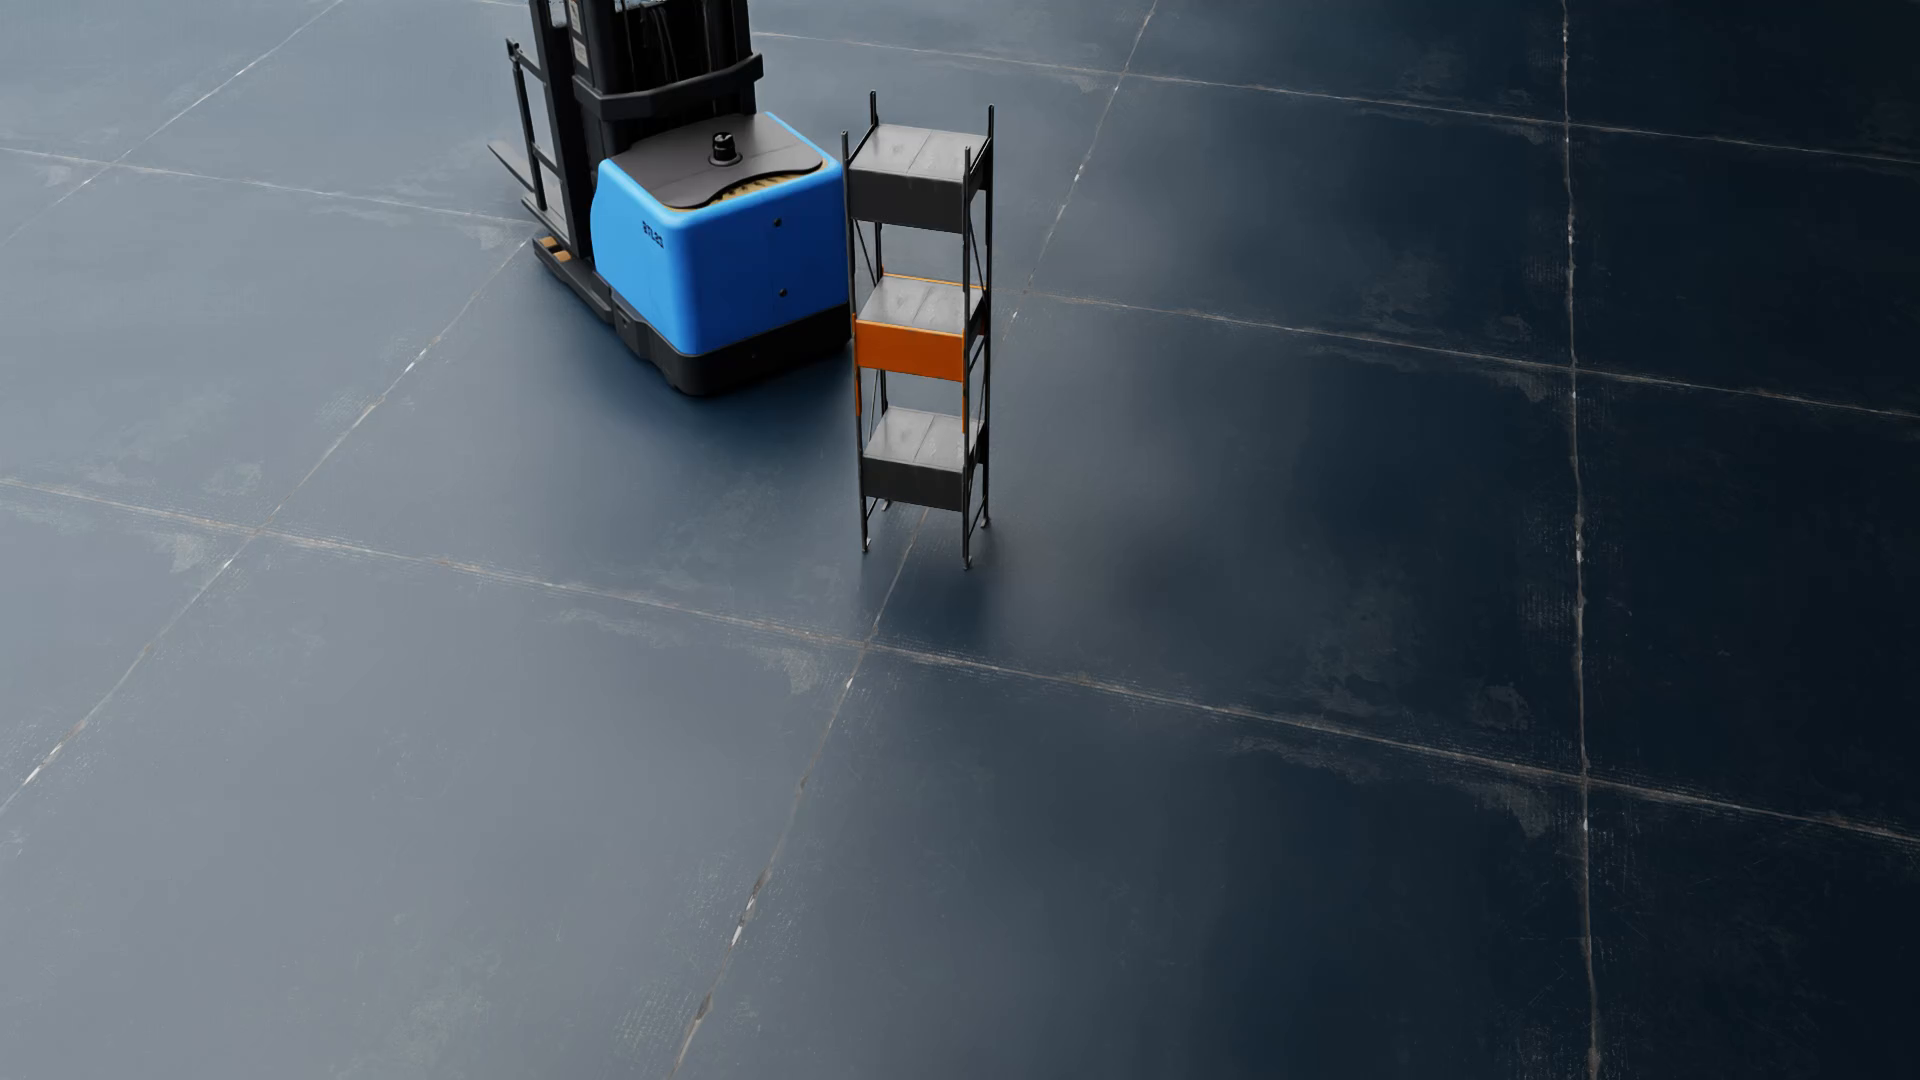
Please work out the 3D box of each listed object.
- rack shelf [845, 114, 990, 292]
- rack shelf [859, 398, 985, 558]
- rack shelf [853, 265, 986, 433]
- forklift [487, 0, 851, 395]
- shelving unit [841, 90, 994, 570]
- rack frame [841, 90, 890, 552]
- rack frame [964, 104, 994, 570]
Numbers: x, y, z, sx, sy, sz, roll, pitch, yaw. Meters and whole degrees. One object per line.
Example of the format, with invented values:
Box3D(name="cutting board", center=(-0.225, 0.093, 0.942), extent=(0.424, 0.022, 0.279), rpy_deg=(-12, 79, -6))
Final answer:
Box3D(name="rack shelf", center=(-0.160, -1.357, 6.691), extent=(0.480, 0.518, 0.431), rpy_deg=(10, 41, 11))
Box3D(name="rack shelf", center=(-0.160, -0.285, 7.591), extent=(0.480, 0.518, 0.431), rpy_deg=(10, 41, 11))
Box3D(name="rack shelf", center=(-0.160, -0.821, 7.141), extent=(0.480, 0.518, 0.431), rpy_deg=(10, 41, 11))
Box3D(name="forklift", center=(-1.818, -2.775, 8.799), extent=(1.130, 2.935, 3.031), rpy_deg=(-24, 46, -26))
Box3D(name="shelving unit", center=(-0.160, -0.832, 7.132), extent=(0.503, 2.100, 0.431), rpy_deg=(10, 41, 11))
Box3D(name="rack frame", center=(-0.396, -0.872, 7.180), extent=(0.015, 2.100, 0.400), rpy_deg=(10, 41, 11))
Box3D(name="rack frame", center=(0.076, -0.791, 7.084), extent=(0.015, 2.100, 0.400), rpy_deg=(10, 41, 11))
